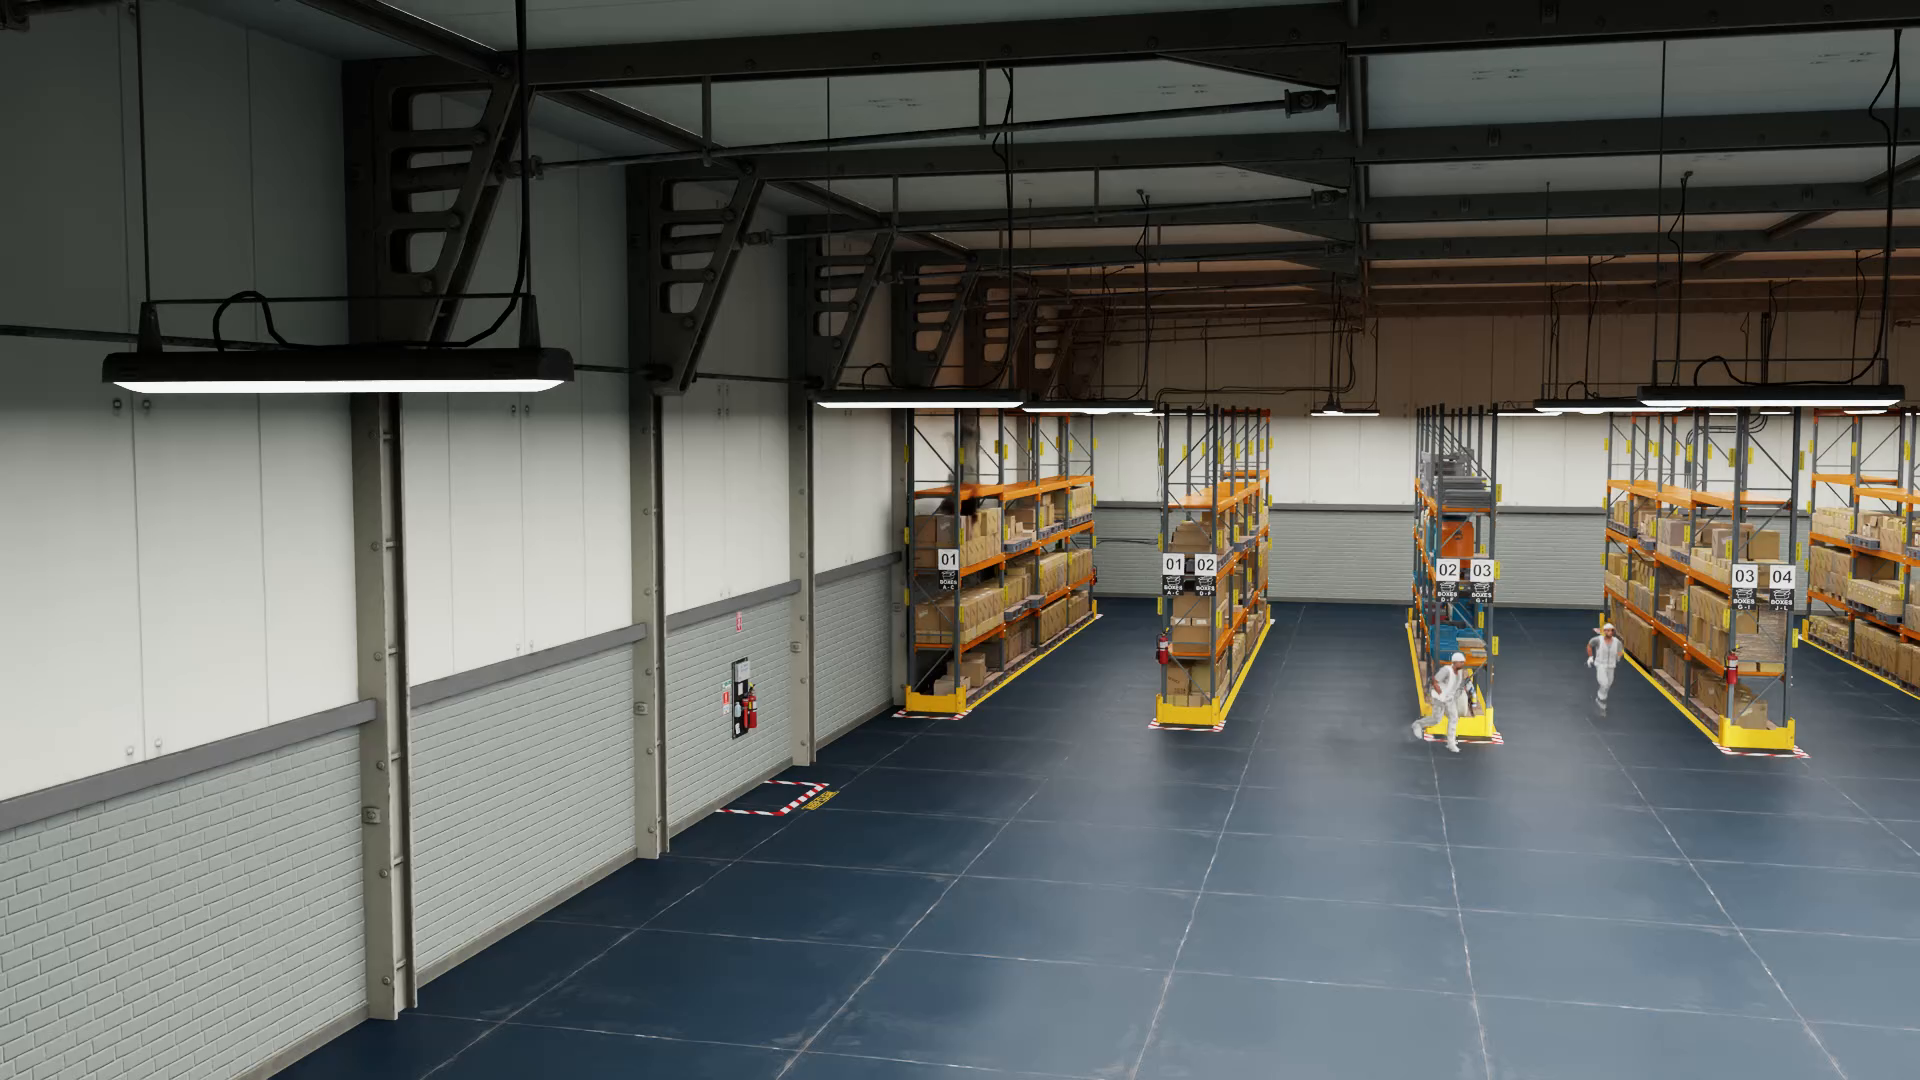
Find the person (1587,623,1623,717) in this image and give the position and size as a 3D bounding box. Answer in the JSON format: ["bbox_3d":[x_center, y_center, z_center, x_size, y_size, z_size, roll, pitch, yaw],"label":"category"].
[{"bbox_3d":[12.505,2.499,32.225,0.586,1.818,0.882,0,4,-3],"label":"person"}]

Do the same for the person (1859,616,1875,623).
[{"bbox_3d":[24.061,1.696,43.928,0.578,1.678,0.657,1,4,9],"label":"person"}]

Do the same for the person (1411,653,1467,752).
[{"bbox_3d":[8.337,2.783,28.925,1.019,1.727,0.701,4,6,44],"label":"person"}]
